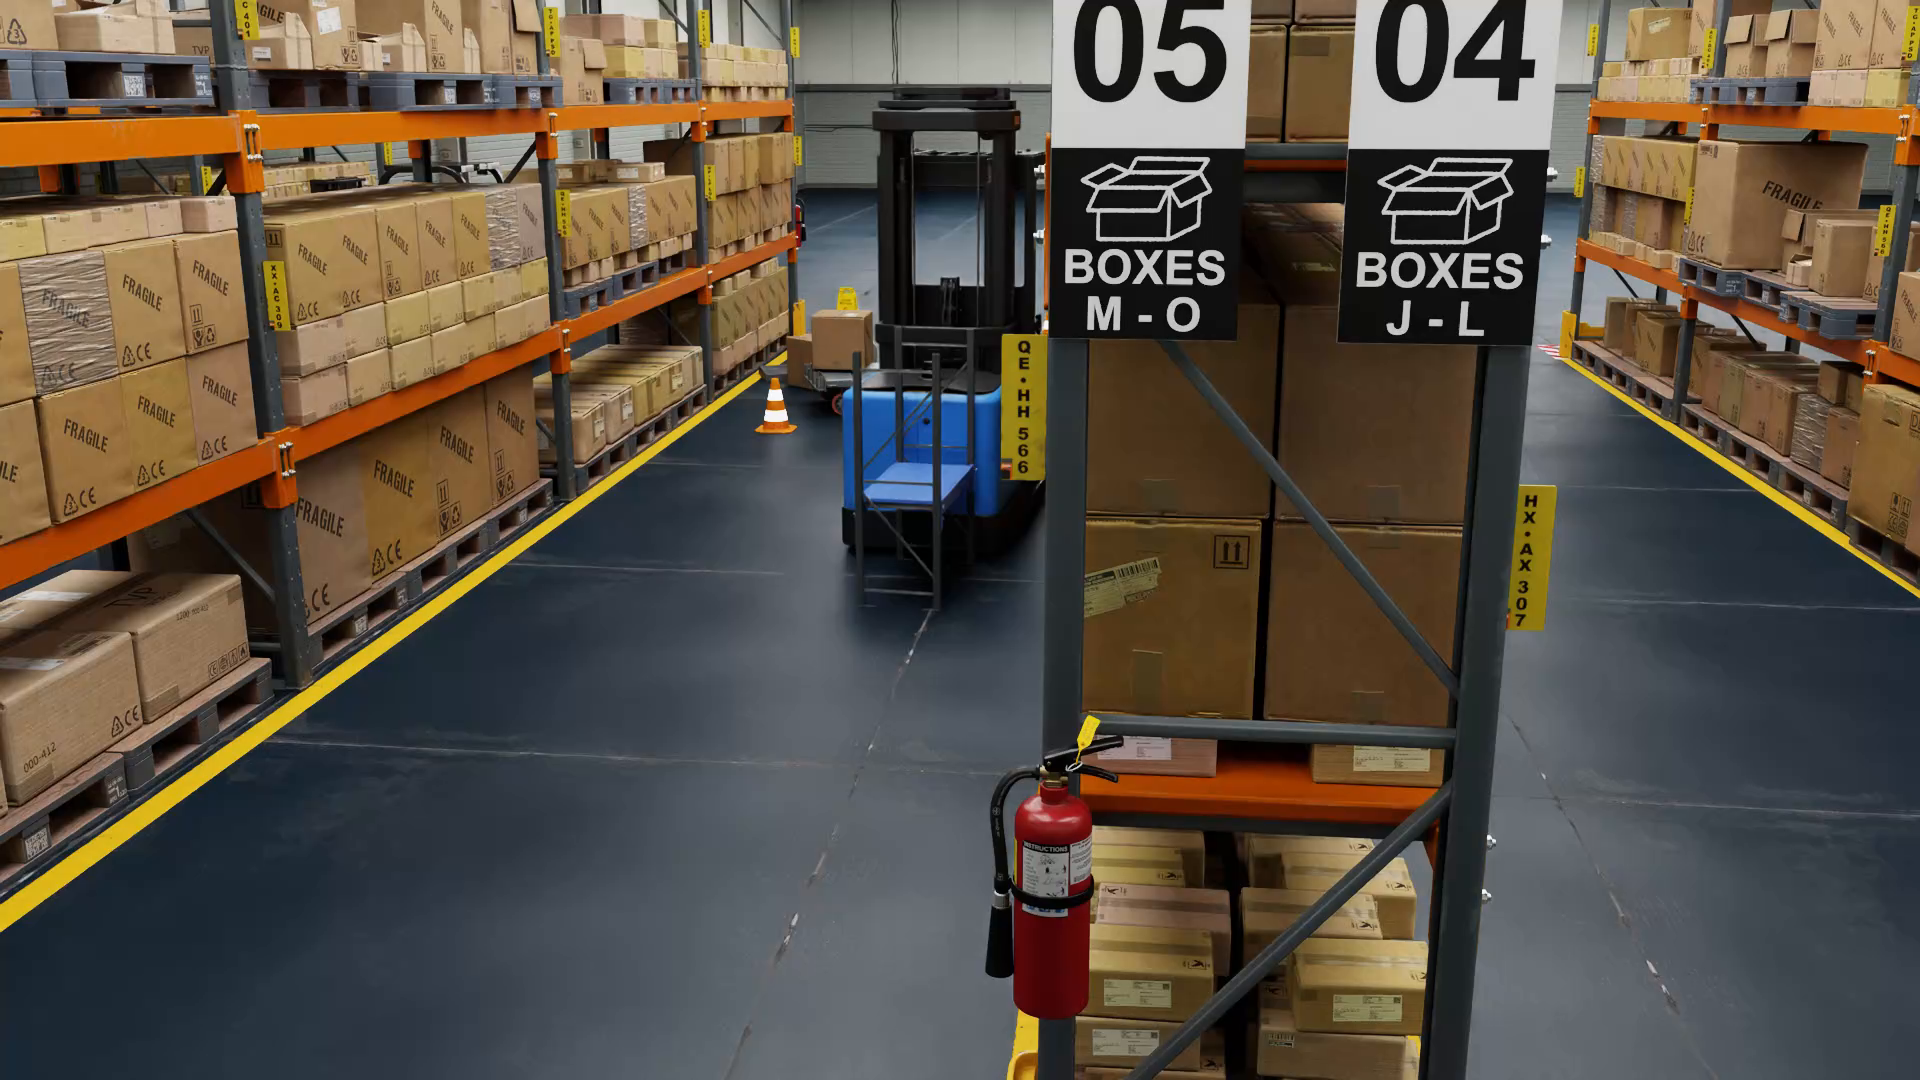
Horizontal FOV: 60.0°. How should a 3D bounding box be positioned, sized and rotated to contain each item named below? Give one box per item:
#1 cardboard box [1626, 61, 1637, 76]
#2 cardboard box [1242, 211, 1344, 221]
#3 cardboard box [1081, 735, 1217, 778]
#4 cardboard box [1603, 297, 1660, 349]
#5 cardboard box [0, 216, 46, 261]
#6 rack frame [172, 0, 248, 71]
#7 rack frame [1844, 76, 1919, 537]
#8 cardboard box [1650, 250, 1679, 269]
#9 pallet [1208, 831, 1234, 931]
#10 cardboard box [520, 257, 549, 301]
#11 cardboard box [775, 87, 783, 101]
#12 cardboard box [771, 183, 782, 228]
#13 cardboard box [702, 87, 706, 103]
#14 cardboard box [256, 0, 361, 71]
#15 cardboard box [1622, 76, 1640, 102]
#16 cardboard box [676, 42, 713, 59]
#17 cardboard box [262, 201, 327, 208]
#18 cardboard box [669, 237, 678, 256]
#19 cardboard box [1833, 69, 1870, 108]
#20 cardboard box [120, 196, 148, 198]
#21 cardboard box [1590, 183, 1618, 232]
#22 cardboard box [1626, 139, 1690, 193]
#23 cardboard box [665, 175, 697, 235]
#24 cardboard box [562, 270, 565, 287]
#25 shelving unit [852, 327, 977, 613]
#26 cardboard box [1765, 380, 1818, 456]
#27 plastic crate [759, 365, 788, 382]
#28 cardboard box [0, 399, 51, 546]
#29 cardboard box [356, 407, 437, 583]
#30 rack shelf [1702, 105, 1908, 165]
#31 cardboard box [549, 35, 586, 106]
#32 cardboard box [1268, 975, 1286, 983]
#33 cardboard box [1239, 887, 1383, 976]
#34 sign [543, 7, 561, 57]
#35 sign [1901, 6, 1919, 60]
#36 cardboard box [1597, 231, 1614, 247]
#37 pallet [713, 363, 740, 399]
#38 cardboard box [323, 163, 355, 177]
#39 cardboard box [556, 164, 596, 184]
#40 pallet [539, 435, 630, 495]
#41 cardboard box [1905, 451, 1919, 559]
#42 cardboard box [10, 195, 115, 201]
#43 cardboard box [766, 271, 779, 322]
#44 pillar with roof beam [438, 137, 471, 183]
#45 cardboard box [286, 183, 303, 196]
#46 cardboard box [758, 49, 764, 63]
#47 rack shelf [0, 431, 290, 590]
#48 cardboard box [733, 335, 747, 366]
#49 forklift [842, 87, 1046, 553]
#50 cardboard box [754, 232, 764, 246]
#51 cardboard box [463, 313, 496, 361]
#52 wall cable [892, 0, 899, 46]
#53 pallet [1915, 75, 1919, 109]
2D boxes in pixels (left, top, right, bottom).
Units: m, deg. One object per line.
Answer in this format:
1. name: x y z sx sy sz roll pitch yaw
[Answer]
1. cardboard box: 6.987 -4.774 16.847 0.380 0.149 0.250 2 15 6
2. cardboard box: 1.304 -1.006 6.458 0.500 0.500 0.500 1 15 4
3. cardboard box: 0.446 0.471 4.157 0.380 0.149 0.250 2 15 6
4. cardboard box: 7.325 -2.370 18.164 0.500 0.500 0.500 5 16 17
5. cardboard box: -3.714 -1.140 6.282 0.380 0.149 0.250 1 15 5
6. rack frame: -3.788 -3.611 7.276 1.000 3.000 0.127 2 15 6
7. rack frame: 6.510 -1.460 10.817 1.000 3.000 0.127 2 15 6
8. cardboard box: 6.736 -2.637 15.648 0.380 0.149 0.250 2 15 6
9. pallet: 0.966 1.243 6.160 1.003 0.211 1.213 2 15 6
10. cardboard box: -3.139 -1.788 11.358 0.500 0.250 0.500 2 15 6
11. cardboard box: -2.192 -4.988 18.596 0.380 0.149 0.250 2 15 7
12. cardboard box: -2.283 -3.740 18.487 0.500 0.500 0.500 2 15 6
13. cardboard box: -2.604 -4.191 15.649 0.380 0.149 0.250 1 15 5
14. cardboard box: -3.401 -2.634 8.414 0.500 0.500 0.500 1 15 5
15. cardboard box: 6.989 -4.531 16.714 0.500 0.250 0.500 2 15 6
16. cardboard box: -2.526 -4.574 15.536 0.380 0.149 0.250 1 15 5
17. cardboard box: -3.860 -1.634 9.353 0.500 0.500 0.500 2 15 8
18. cardboard box: -2.710 -2.594 14.685 0.380 0.149 0.250 1 15 5
19. cardboard box: 6.362 -3.096 11.405 0.500 0.250 0.500 2 15 6
20. cardboard box: -7.647 -3.134 15.571 0.380 0.149 0.250 1 15 5
21. cardboard box: 7.323 -3.585 17.913 0.875 0.500 0.500 2 15 6
22. cardboard box: 6.911 -3.686 16.371 0.500 0.500 0.500 2 15 6
23. cardboard box: -2.710 -3.058 15.158 0.500 0.500 0.500 1 15 5
24. cardboard box: -3.115 -1.913 12.165 0.380 0.149 0.250 1 15 3
25. shelving unit: -0.256 -0.451 9.958 0.538 1.500 1.048 3 15 11
26. cardboard box: 6.673 -0.932 12.808 0.700 0.500 0.500 3 15 11
27. plastic crate: -1.894 -1.763 17.530 0.402 0.080 0.583 -4 16 -13
28. cardboard box: -3.756 -0.236 6.095 0.500 0.500 0.500 2 15 8
29. cardboard box: -3.704 -0.290 9.753 0.875 0.875 0.875 2 15 8
30. rack shelf: 6.735 -3.080 12.437 1.077 0.370 4.000 2 15 6
31. cardboard box: -3.220 -3.494 12.399 0.700 0.500 0.500 2 15 6
32. cardboard box: 1.091 1.274 4.790 0.380 0.149 0.250 2 15 6
33. cardboard box: 0.999 1.128 4.763 0.380 0.149 0.250 2 15 7
34. sign: -2.786 -3.470 11.358 0.100 0.325 0.005 2 15 6
35. sign: 5.971 -3.175 10.419 0.100 0.325 0.005 2 15 6
36. cardboard box: 7.053 -3.218 17.799 0.380 0.149 0.250 2 15 6
37. pallet: -2.845 -1.619 16.745 1.003 0.211 1.213 2 15 6
38. cardboard box: -7.197 -4.245 19.109 0.380 0.149 0.250 2 15 8
39. cardboard box: -3.310 -3.101 14.076 0.380 0.149 0.250 3 15 9
40. pallet: -3.247 -0.609 13.009 1.003 0.211 1.213 2 15 6
41. cardboard box: 6.303 -0.228 9.525 1.225 0.875 0.875 2 15 6
42. cardboard box: -4.082 -1.485 7.557 0.380 0.149 0.250 1 15 5
43. cardboard box: -2.321 -2.714 18.478 0.500 0.500 0.500 2 15 8
44. pillar with roof beam: -3.386 -8.144 24.040 9.100 9.000 0.400 2 15 6
45. cardboard box: -7.326 -3.772 17.930 0.380 0.149 0.250 1 15 5
46. cardboard box: -2.337 -5.246 18.022 0.380 0.149 0.250 2 15 7
47. rack shelf: -4.014 0.151 6.235 1.077 0.370 4.000 2 15 6
48. cardboard box: -2.502 -1.949 17.087 0.500 0.250 0.500 3 15 9
49. forklift: 0.025 -1.674 11.738 1.130 2.935 3.031 3 15 11
50. cardboard box: -2.339 -3.269 17.986 0.380 0.149 0.250 2 15 6
51. cardboard box: -3.251 -1.278 10.429 0.500 0.250 0.500 2 15 6
52. wall cable: -0.621 -16.080 49.662 3.097 2.526 0.112 2 15 6
53. pallet: 6.490 -2.649 9.826 1.213 0.211 1.003 2 15 9
